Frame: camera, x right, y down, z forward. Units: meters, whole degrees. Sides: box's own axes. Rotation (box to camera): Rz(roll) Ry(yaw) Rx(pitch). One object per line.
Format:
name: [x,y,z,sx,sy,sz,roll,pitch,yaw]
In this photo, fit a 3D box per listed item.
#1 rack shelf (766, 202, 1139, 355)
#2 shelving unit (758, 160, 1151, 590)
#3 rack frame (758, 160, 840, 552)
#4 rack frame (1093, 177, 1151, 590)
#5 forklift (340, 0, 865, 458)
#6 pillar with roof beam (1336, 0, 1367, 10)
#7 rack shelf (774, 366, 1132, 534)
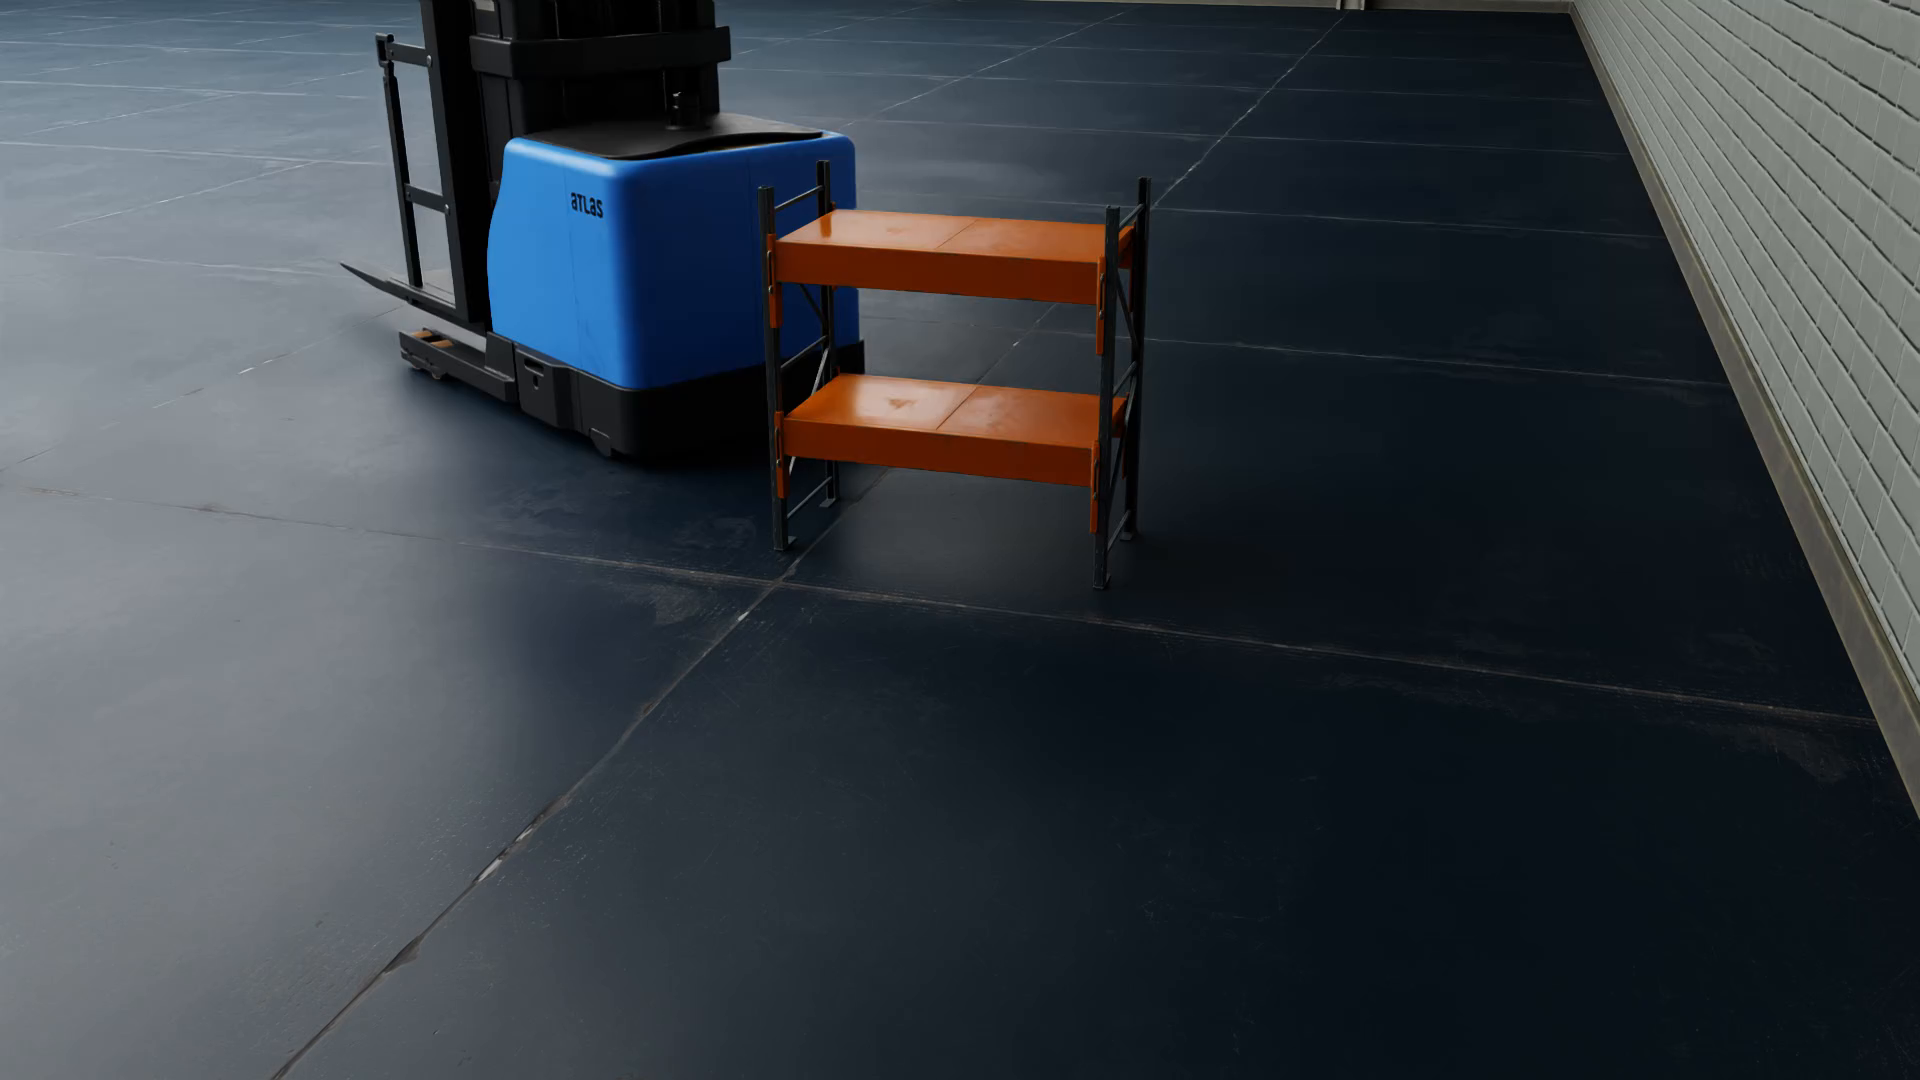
rack shelf: [-0.006,-0.792,4.947,1.000,0.278,0.538,7,23,16]
shelving unit: [-0.006,-0.521,5.058,1.048,1.125,0.538,7,23,16]
rack frame: [-0.493,-0.577,5.194,0.032,1.125,0.500,7,23,16]
rack frame: [0.480,-0.465,4.922,0.032,1.125,0.500,7,23,16]
forklift: [-1.710,-2.127,6.594,1.130,2.935,3.031,-18,29,-37]
pillar with roof beam: [4.365,-10.217,18.321,0.400,9.000,9.100,7,23,16]
rack shelf: [-0.006,-0.295,5.151,1.000,0.278,0.538,7,23,16]
